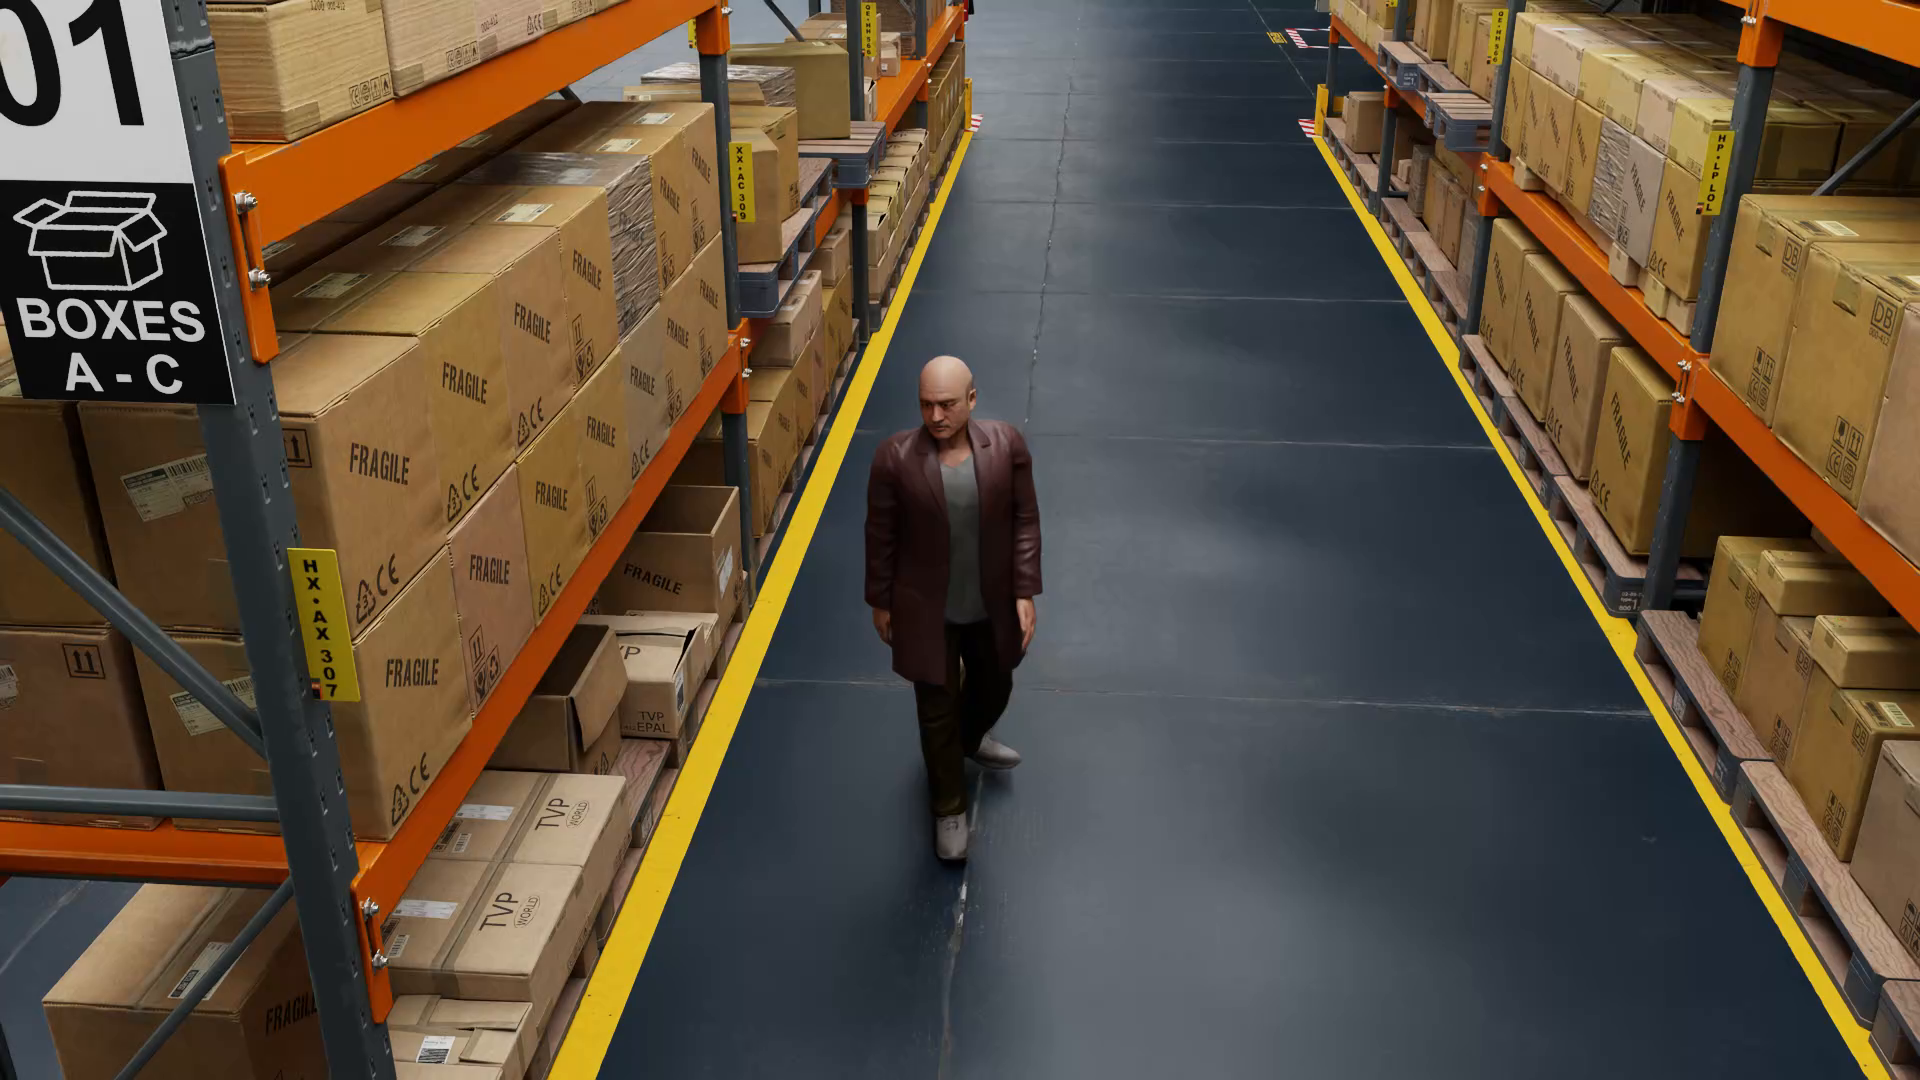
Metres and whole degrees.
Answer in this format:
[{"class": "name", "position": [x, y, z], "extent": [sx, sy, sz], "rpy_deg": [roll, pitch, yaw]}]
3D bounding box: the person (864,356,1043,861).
[{"class": "person", "position": [-0.027, 0.181, 5.707], "extent": [0.604, 1.774, 0.699], "rpy_deg": [-6, 25, -13]}]
